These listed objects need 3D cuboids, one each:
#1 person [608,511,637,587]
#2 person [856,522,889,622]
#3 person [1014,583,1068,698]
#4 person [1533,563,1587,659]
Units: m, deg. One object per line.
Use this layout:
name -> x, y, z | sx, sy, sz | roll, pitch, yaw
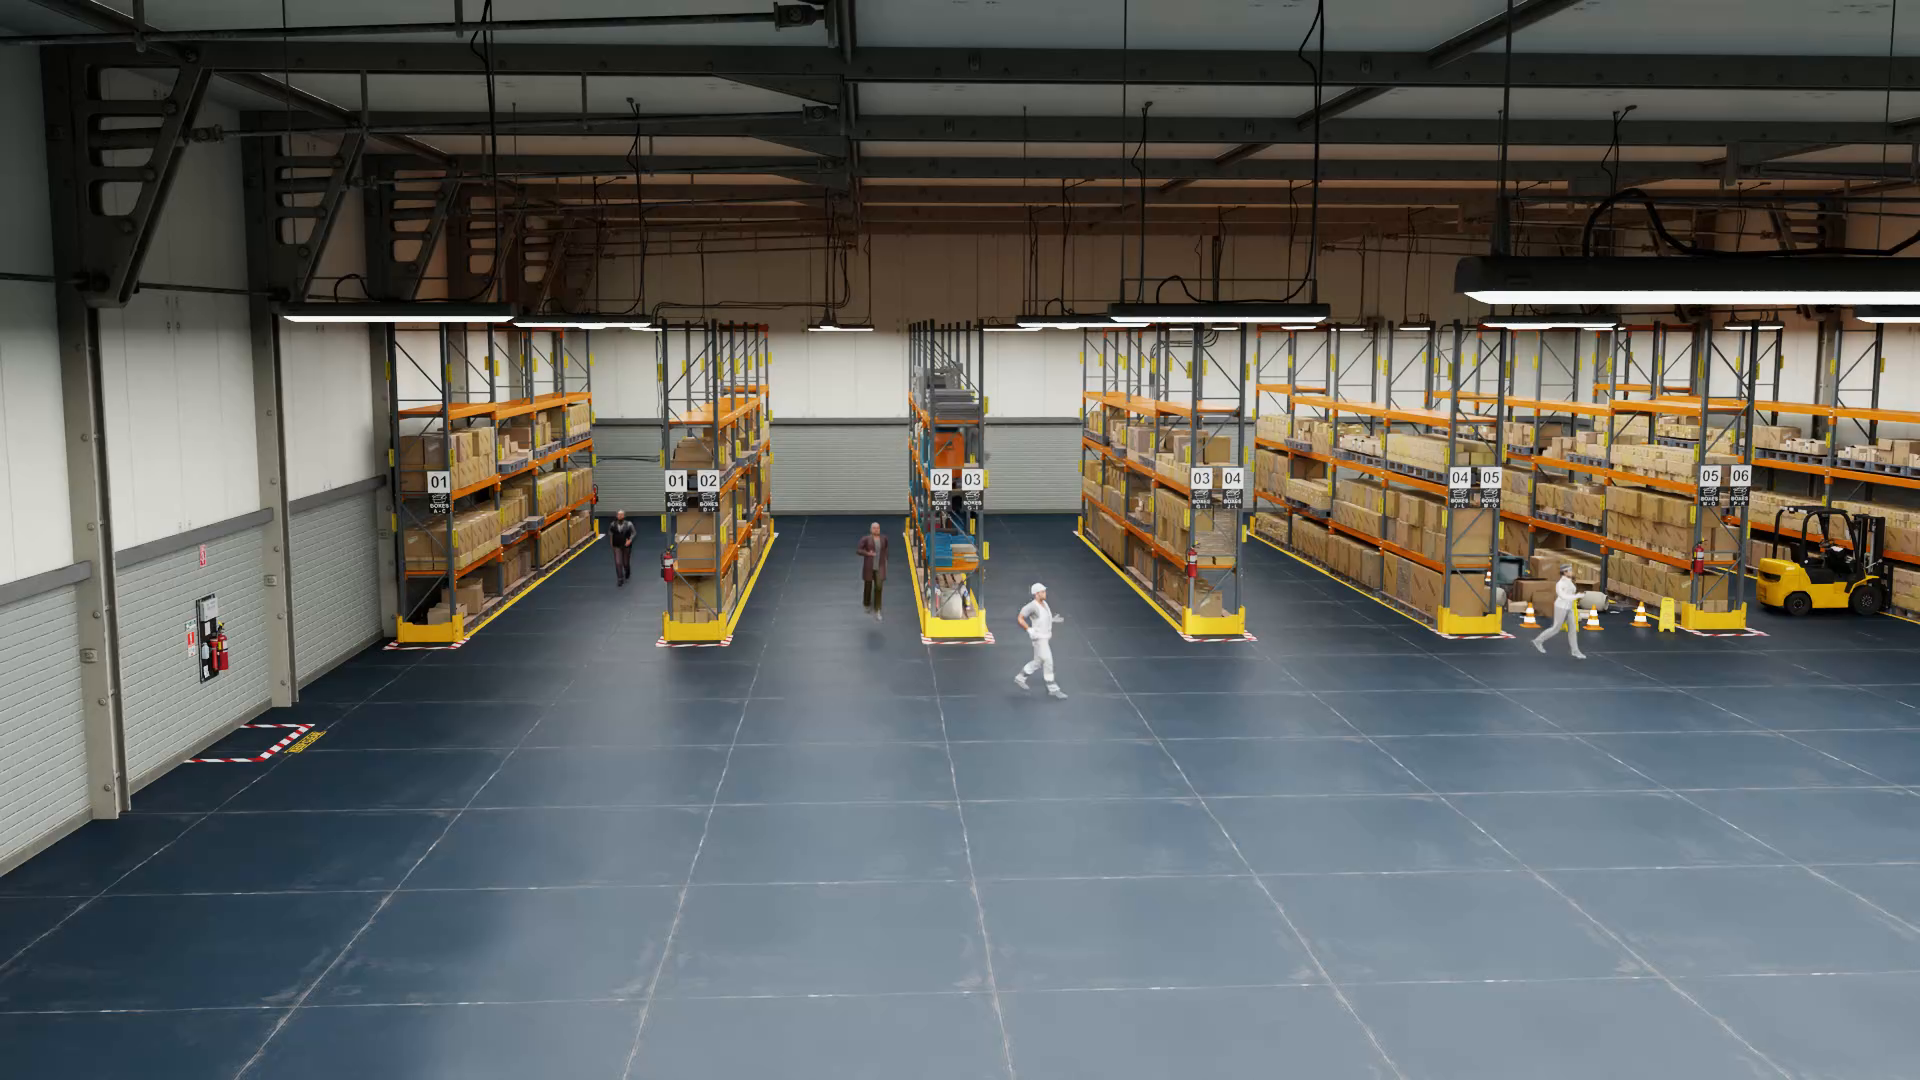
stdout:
person -> -7.755, 0.176, 38.190 | 0.673, 1.720, 0.819 | -1, 7, -5
person -> -1.670, 0.596, 32.199 | 0.697, 1.891, 0.801 | -2, 7, -15
person -> 1.274, 1.569, 26.207 | 0.948, 1.783, 0.656 | 3, 8, 22
person -> 10.660, 1.229, 29.445 | 0.938, 1.681, 0.606 | 6, 9, 38
